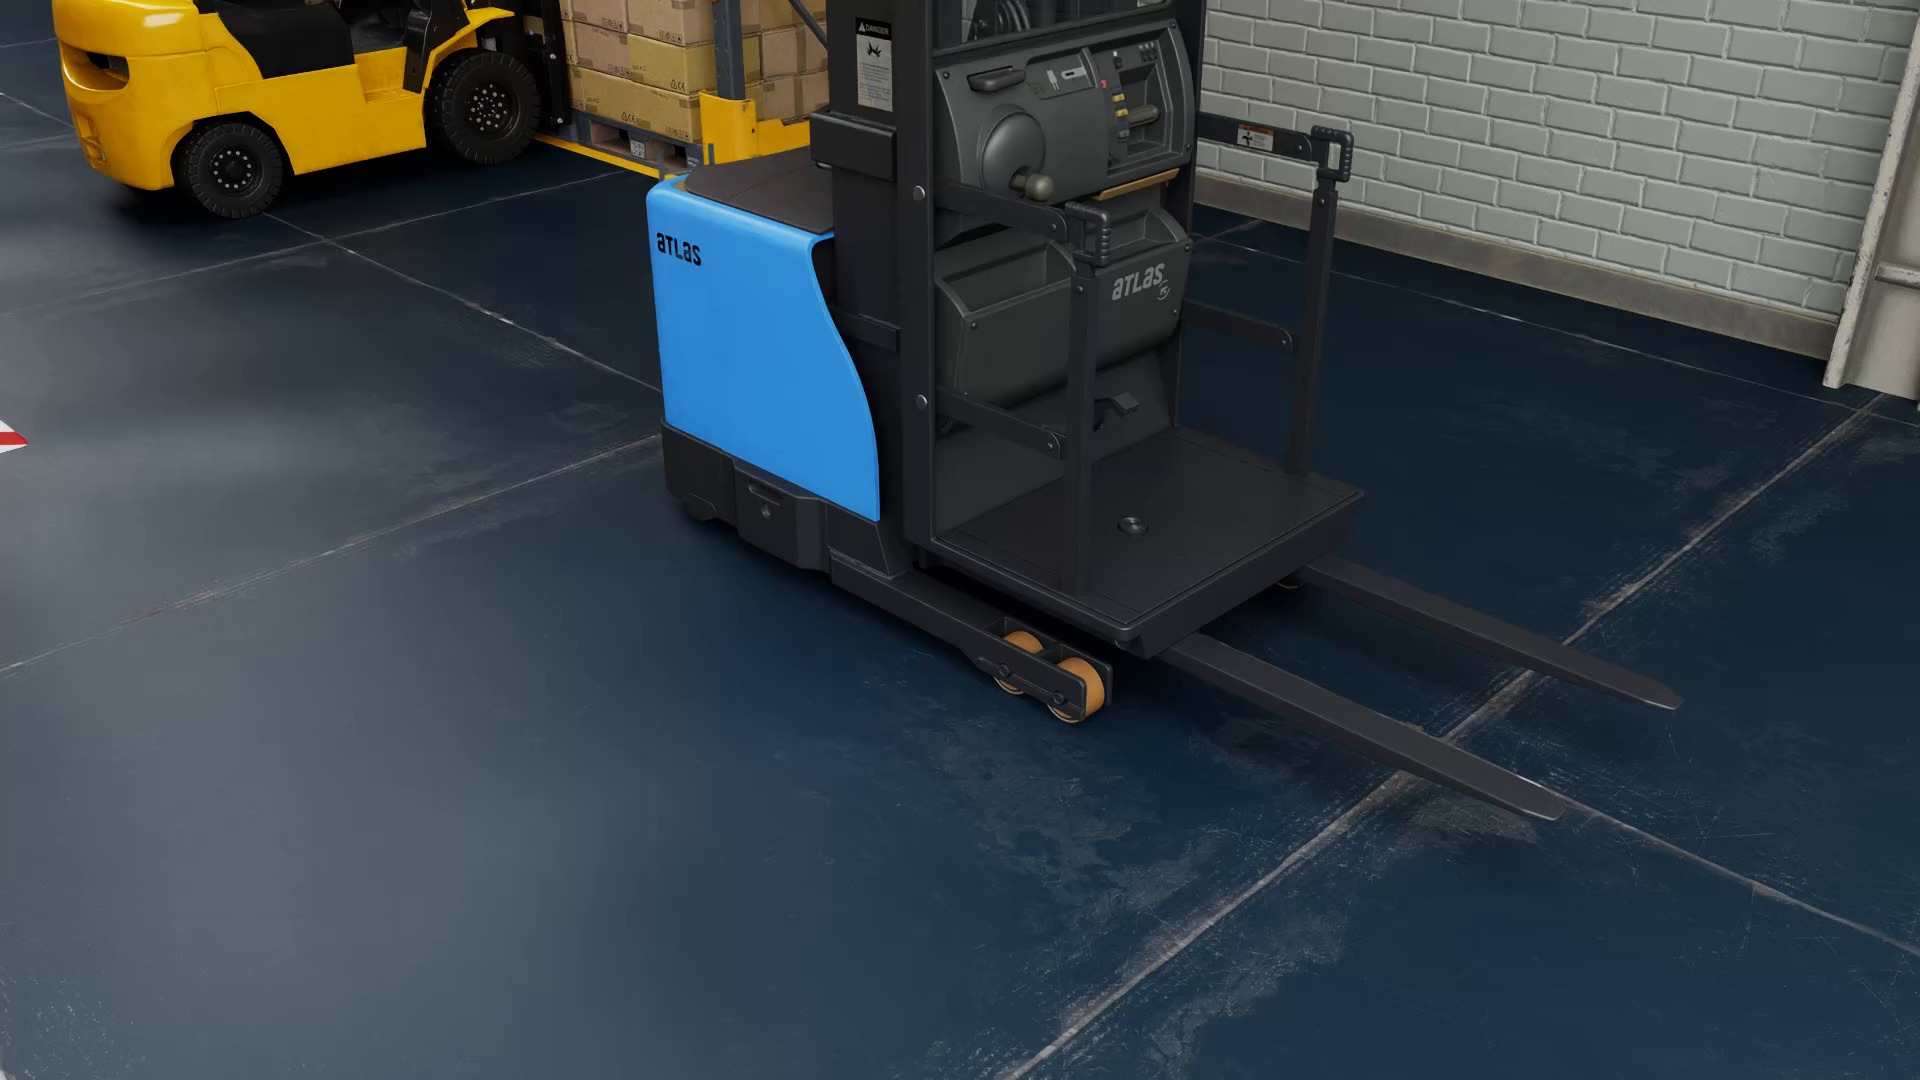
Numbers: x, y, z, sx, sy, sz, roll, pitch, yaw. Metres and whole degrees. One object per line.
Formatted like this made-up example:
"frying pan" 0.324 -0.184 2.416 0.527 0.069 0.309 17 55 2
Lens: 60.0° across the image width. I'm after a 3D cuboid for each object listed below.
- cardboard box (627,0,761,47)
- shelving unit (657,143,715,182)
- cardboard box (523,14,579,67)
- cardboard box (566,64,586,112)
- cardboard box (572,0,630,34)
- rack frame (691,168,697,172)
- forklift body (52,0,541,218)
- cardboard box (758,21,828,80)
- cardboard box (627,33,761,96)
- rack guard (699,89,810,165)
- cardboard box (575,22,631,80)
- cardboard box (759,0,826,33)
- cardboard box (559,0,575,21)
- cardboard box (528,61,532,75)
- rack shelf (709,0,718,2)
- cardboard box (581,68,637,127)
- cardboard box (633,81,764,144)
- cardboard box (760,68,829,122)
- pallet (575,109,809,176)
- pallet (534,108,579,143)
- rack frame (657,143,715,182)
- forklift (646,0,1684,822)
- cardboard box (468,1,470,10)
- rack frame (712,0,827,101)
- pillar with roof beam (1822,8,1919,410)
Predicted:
"cardboard box" -1.405 -2.800 8.780 0.500 0.250 0.500 -24 36 -38
"shelving unit" -0.827 -0.770 5.586 0.215 1.050 0.252 -18 33 -30
"cardboard box" -2.157 -2.916 9.538 0.500 0.250 0.500 24 36 37
"cardboard box" -2.113 -2.691 9.647 0.500 0.250 0.500 -25 37 -39
"cardboard box" -1.773 -2.964 9.094 0.500 0.250 0.500 -25 36 -38
"rack frame" -0.757 -0.723 5.497 0.200 1.050 0.008 -18 33 -30
"forklift body" -3.489 -2.979 8.605 1.214 2.155 2.313 25 36 38
"cardboard box" -1.047 -2.754 9.231 0.500 0.250 0.500 -25 36 -38
"cardboard box" -1.424 -2.587 8.913 0.500 0.250 0.500 24 36 38
"rack guard" -0.840 -2.227 8.949 0.348 0.500 1.175 25 36 38
"cardboard box" -1.774 -2.754 9.231 0.500 0.250 0.500 24 36 38
"cardboard box" -1.068 -2.973 9.109 0.500 0.250 0.500 24 36 38
"cardboard box" -2.140 -3.126 9.400 0.500 0.250 0.500 -25 37 -39
"cardboard box" -2.499 -2.853 9.955 0.500 0.250 0.500 -24 36 -38
"rack shelf" -2.284 -3.676 9.791 4.000 0.370 1.077 25 36 38
"cardboard box" -1.762 -2.524 9.331 0.500 0.250 0.500 25 36 38
"cardboard box" -1.414 -2.359 9.016 0.500 0.250 0.500 25 37 39
"cardboard box" -1.071 -2.536 9.352 0.500 0.250 0.500 25 37 39
"pallet" -1.432 -2.343 9.479 1.213 0.211 1.003 25 36 38
"pallet" -2.298 -2.741 10.236 1.213 0.211 1.003 25 36 38
"rack frame" -0.897 -0.816 5.675 0.200 1.050 0.008 -18 33 -30
"forklift" 0.445 -1.094 4.181 3.031 2.935 1.130 25 36 38
"cardboard box" -2.871 -3.245 10.164 0.500 0.250 0.500 24 36 38
"rack frame" -0.858 -3.342 8.382 0.127 3.000 1.000 25 36 38
"pillar with roof beam" 0.538 -3.137 1.546 0.400 9.000 9.100 25 36 38
